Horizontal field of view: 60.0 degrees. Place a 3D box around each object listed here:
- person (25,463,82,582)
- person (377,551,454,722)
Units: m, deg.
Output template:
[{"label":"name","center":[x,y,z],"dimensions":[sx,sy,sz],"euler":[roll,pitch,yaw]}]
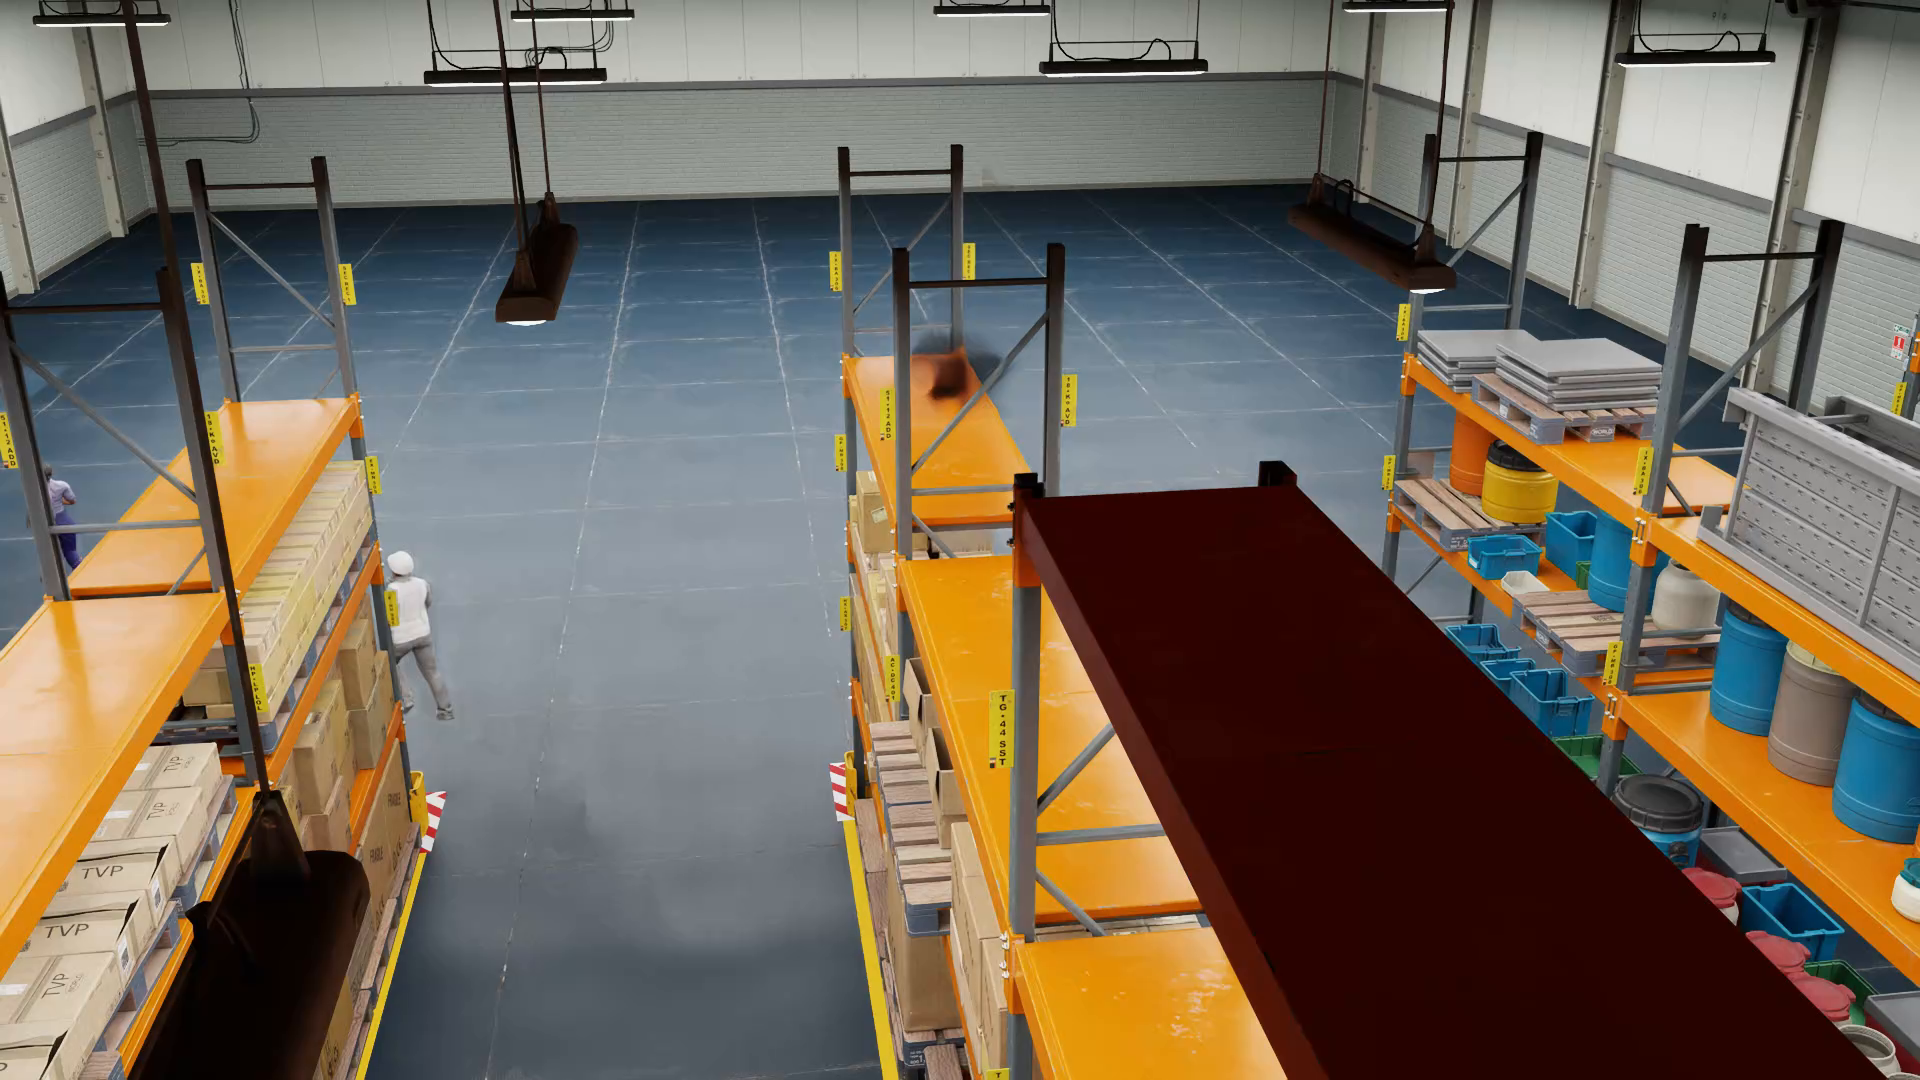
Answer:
[{"label":"person","center":[-10.809,-0.170,19.790],"dimensions":[0.994,1.590,0.613],"euler":[20,29,41]},{"label":"person","center":[-5.375,0.972,16.200],"dimensions":[0.662,1.808,0.873],"euler":[-19,29,-40]}]
